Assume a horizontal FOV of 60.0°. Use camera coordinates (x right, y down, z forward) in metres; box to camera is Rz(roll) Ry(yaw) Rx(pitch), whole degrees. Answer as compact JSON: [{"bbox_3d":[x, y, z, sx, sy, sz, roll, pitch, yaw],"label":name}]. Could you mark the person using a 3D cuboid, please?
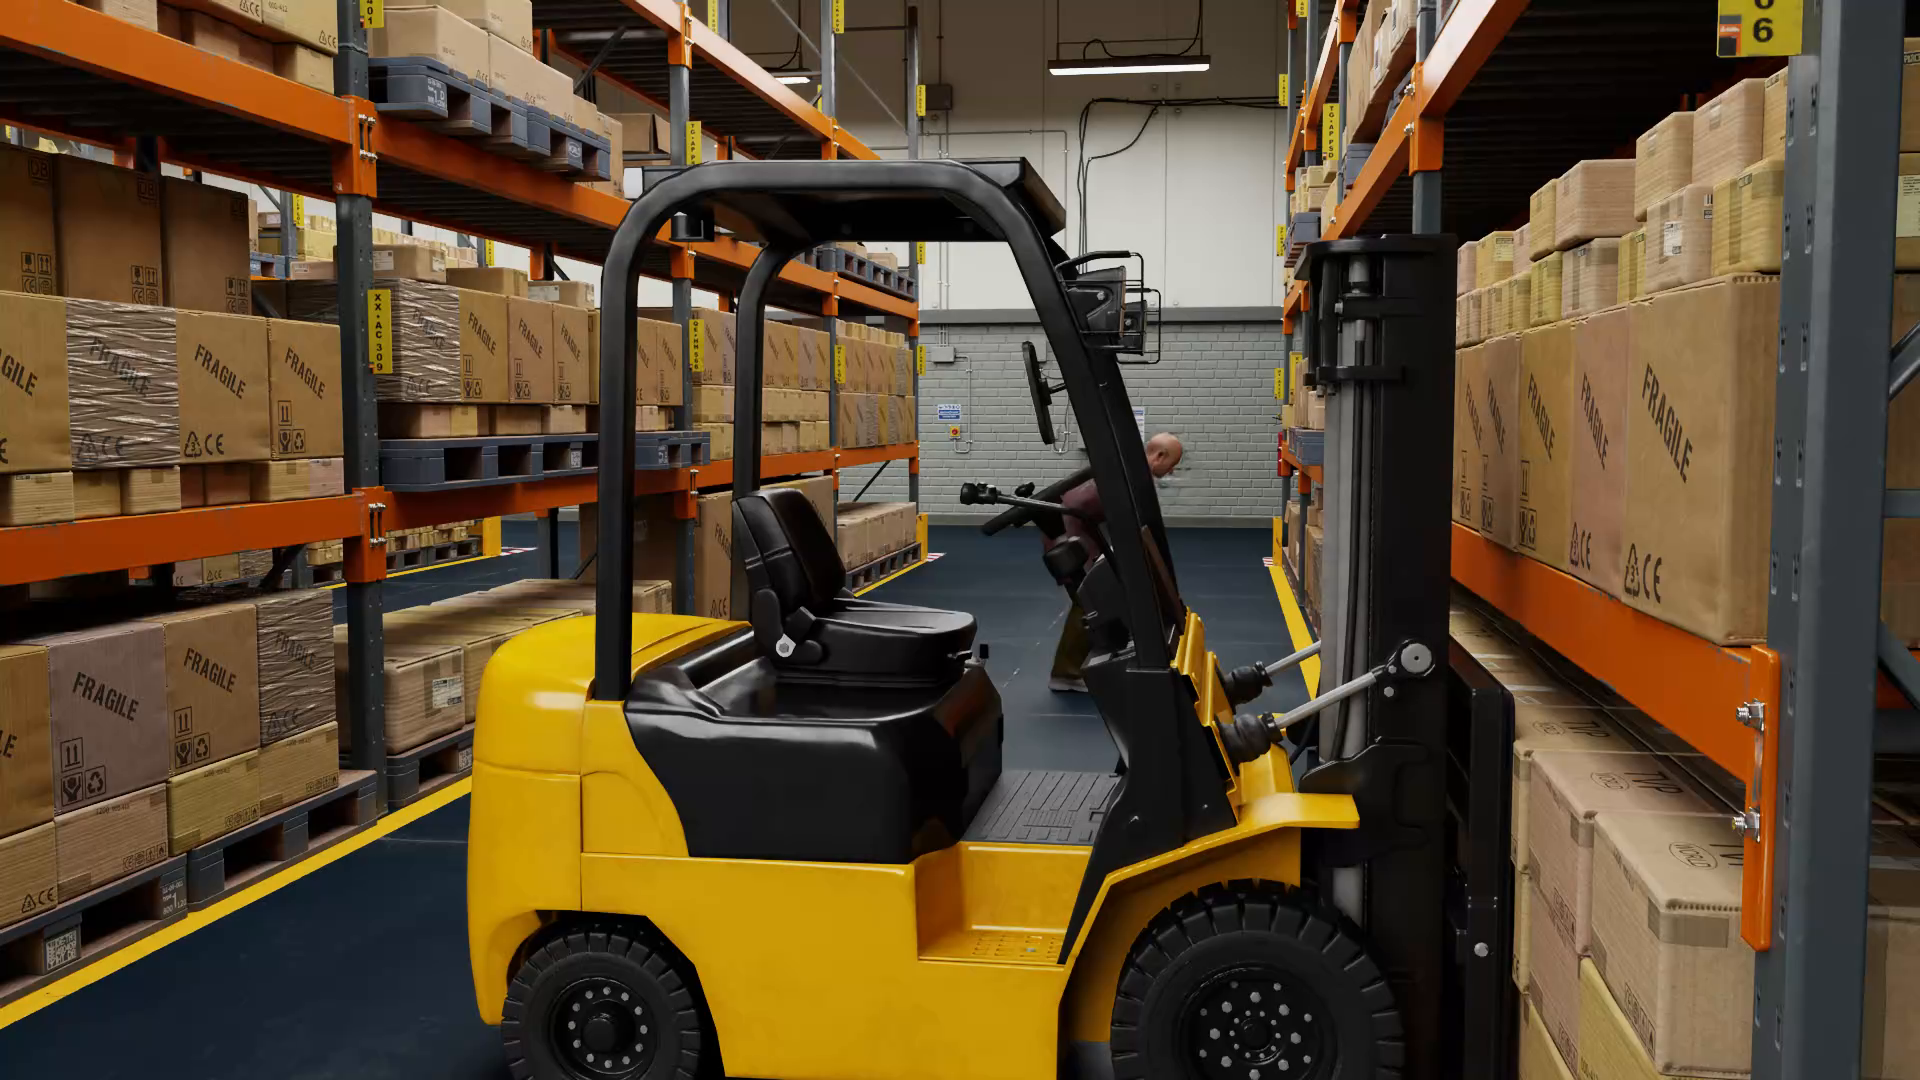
[{"bbox_3d":[0.888,0.127,9.733,0.815,1.507,0.549,1,4,7],"label":"person"}]
